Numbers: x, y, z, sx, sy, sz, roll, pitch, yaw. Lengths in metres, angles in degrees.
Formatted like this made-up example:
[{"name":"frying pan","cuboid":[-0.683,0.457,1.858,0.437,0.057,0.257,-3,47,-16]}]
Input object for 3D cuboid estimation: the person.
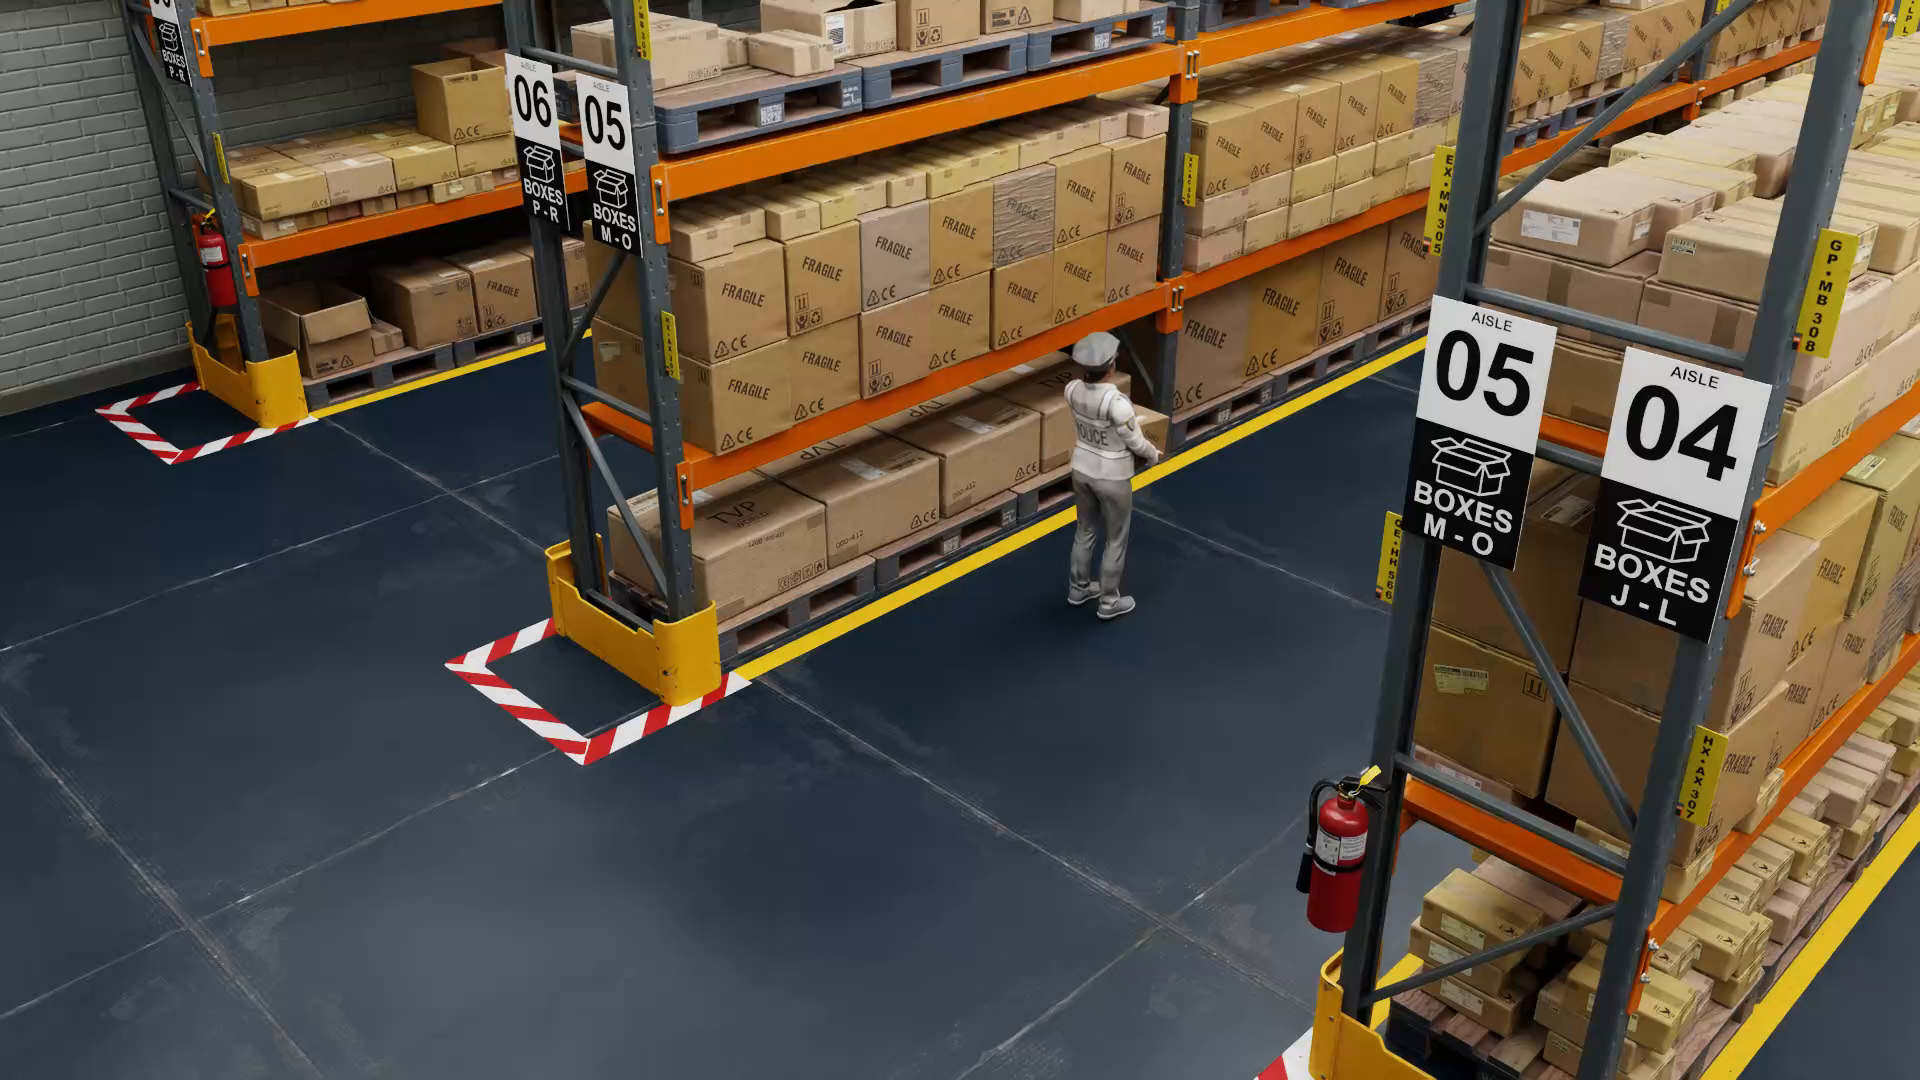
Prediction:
[{"name":"person","cuboid":[0.853,-0.381,9.322,0.543,1.681,0.459,-25,37,-38]}]
